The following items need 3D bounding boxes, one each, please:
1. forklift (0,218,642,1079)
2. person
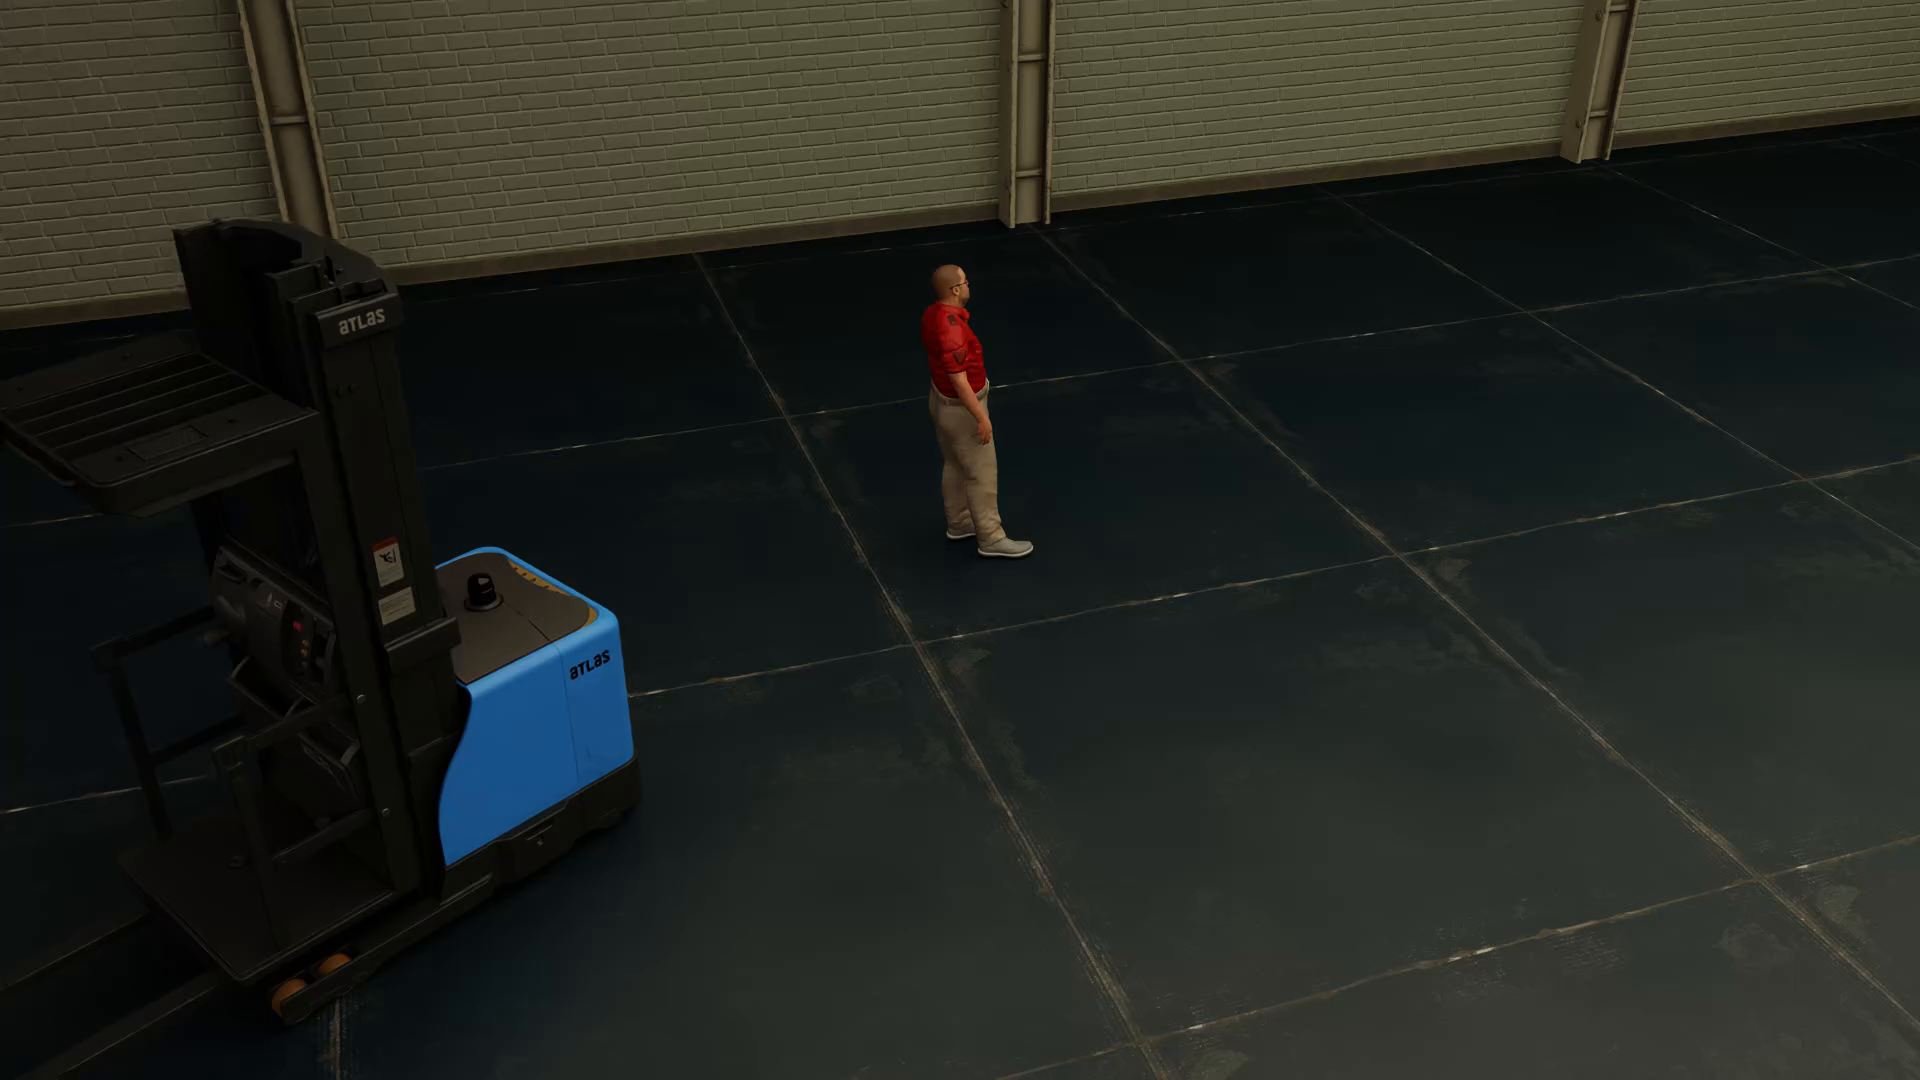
[{"bbox_3d":[-2.848,0.375,6.435,1.130,2.935,3.031,24,38,35],"label":"forklift"},{"bbox_3d":[0.089,-0.765,9.606,0.550,1.728,0.641,-10,31,-16],"label":"person"}]
